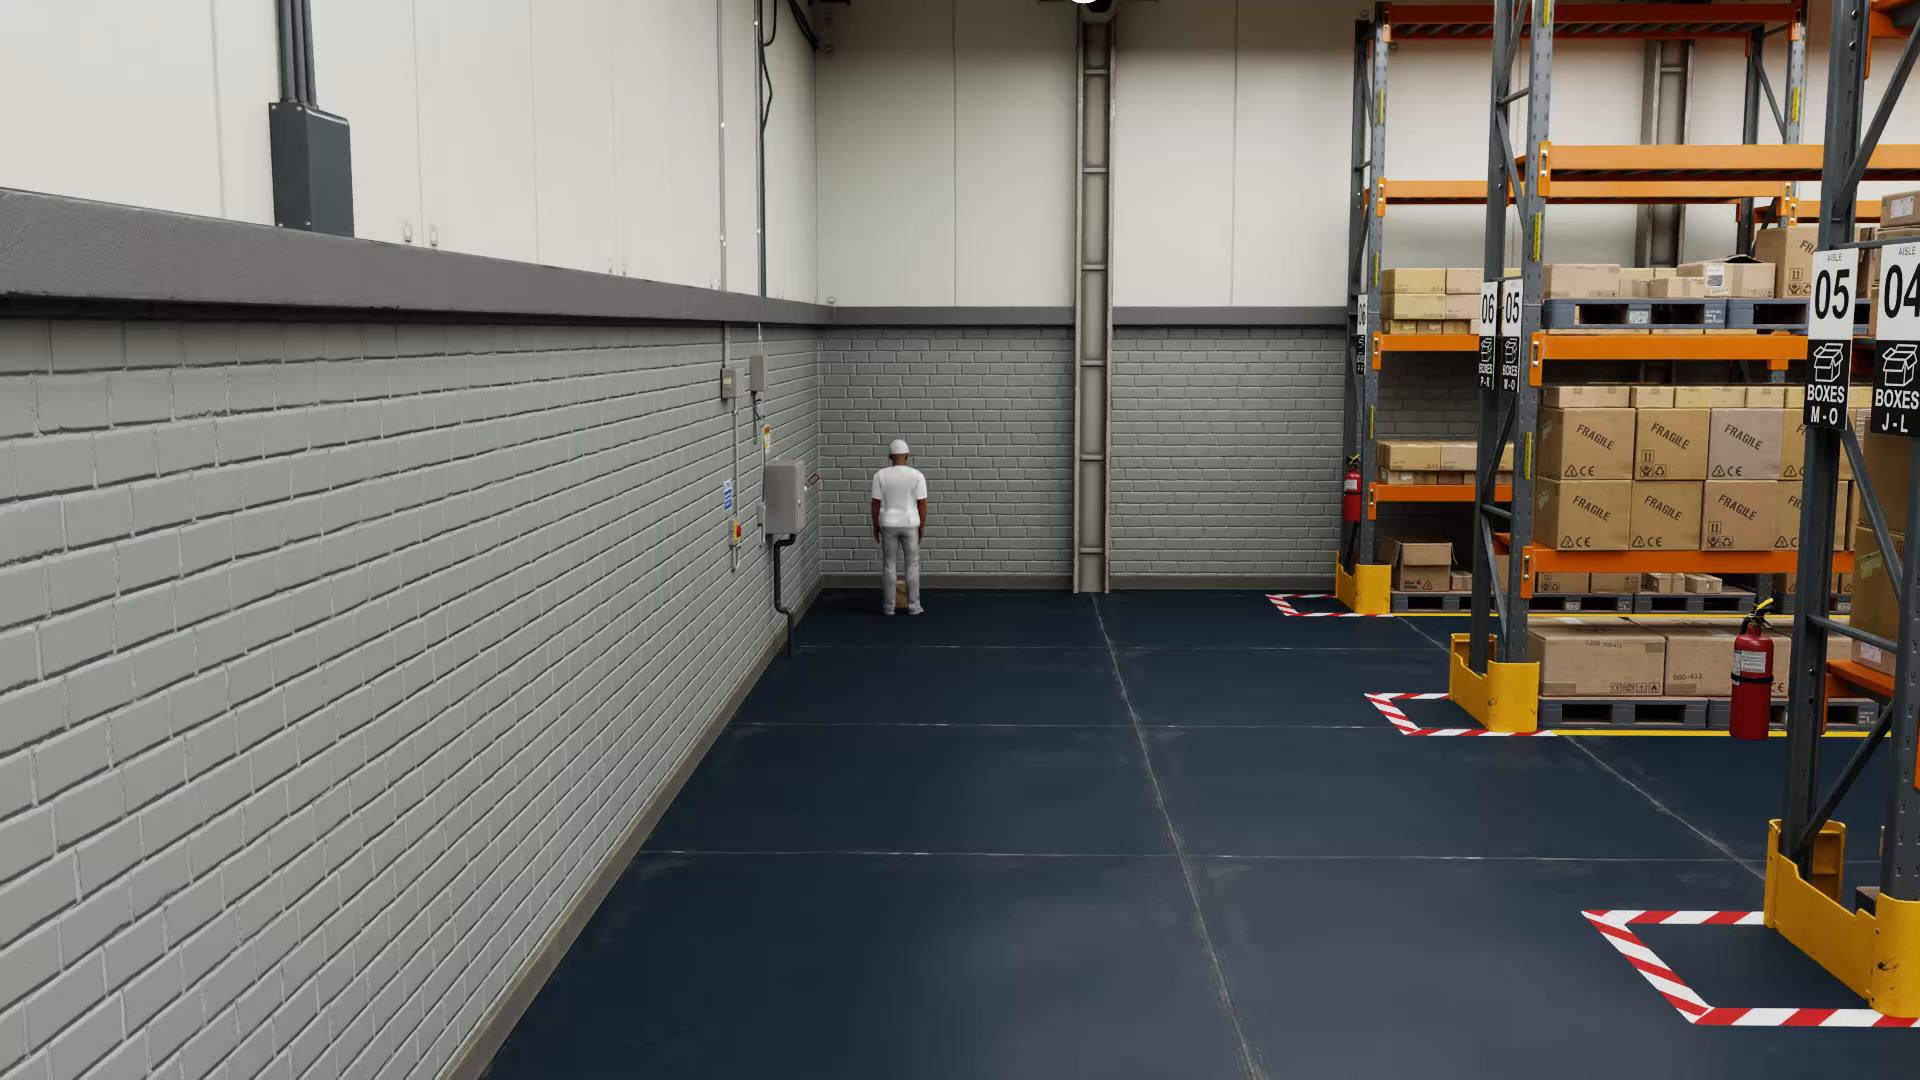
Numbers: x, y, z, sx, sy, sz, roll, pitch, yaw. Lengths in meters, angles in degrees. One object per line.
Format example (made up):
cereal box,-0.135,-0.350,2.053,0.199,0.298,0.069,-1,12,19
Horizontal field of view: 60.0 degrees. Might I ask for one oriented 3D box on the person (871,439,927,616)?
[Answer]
person,-0.611,-0.131,16.711,0.563,1.764,0.353,0,7,3
